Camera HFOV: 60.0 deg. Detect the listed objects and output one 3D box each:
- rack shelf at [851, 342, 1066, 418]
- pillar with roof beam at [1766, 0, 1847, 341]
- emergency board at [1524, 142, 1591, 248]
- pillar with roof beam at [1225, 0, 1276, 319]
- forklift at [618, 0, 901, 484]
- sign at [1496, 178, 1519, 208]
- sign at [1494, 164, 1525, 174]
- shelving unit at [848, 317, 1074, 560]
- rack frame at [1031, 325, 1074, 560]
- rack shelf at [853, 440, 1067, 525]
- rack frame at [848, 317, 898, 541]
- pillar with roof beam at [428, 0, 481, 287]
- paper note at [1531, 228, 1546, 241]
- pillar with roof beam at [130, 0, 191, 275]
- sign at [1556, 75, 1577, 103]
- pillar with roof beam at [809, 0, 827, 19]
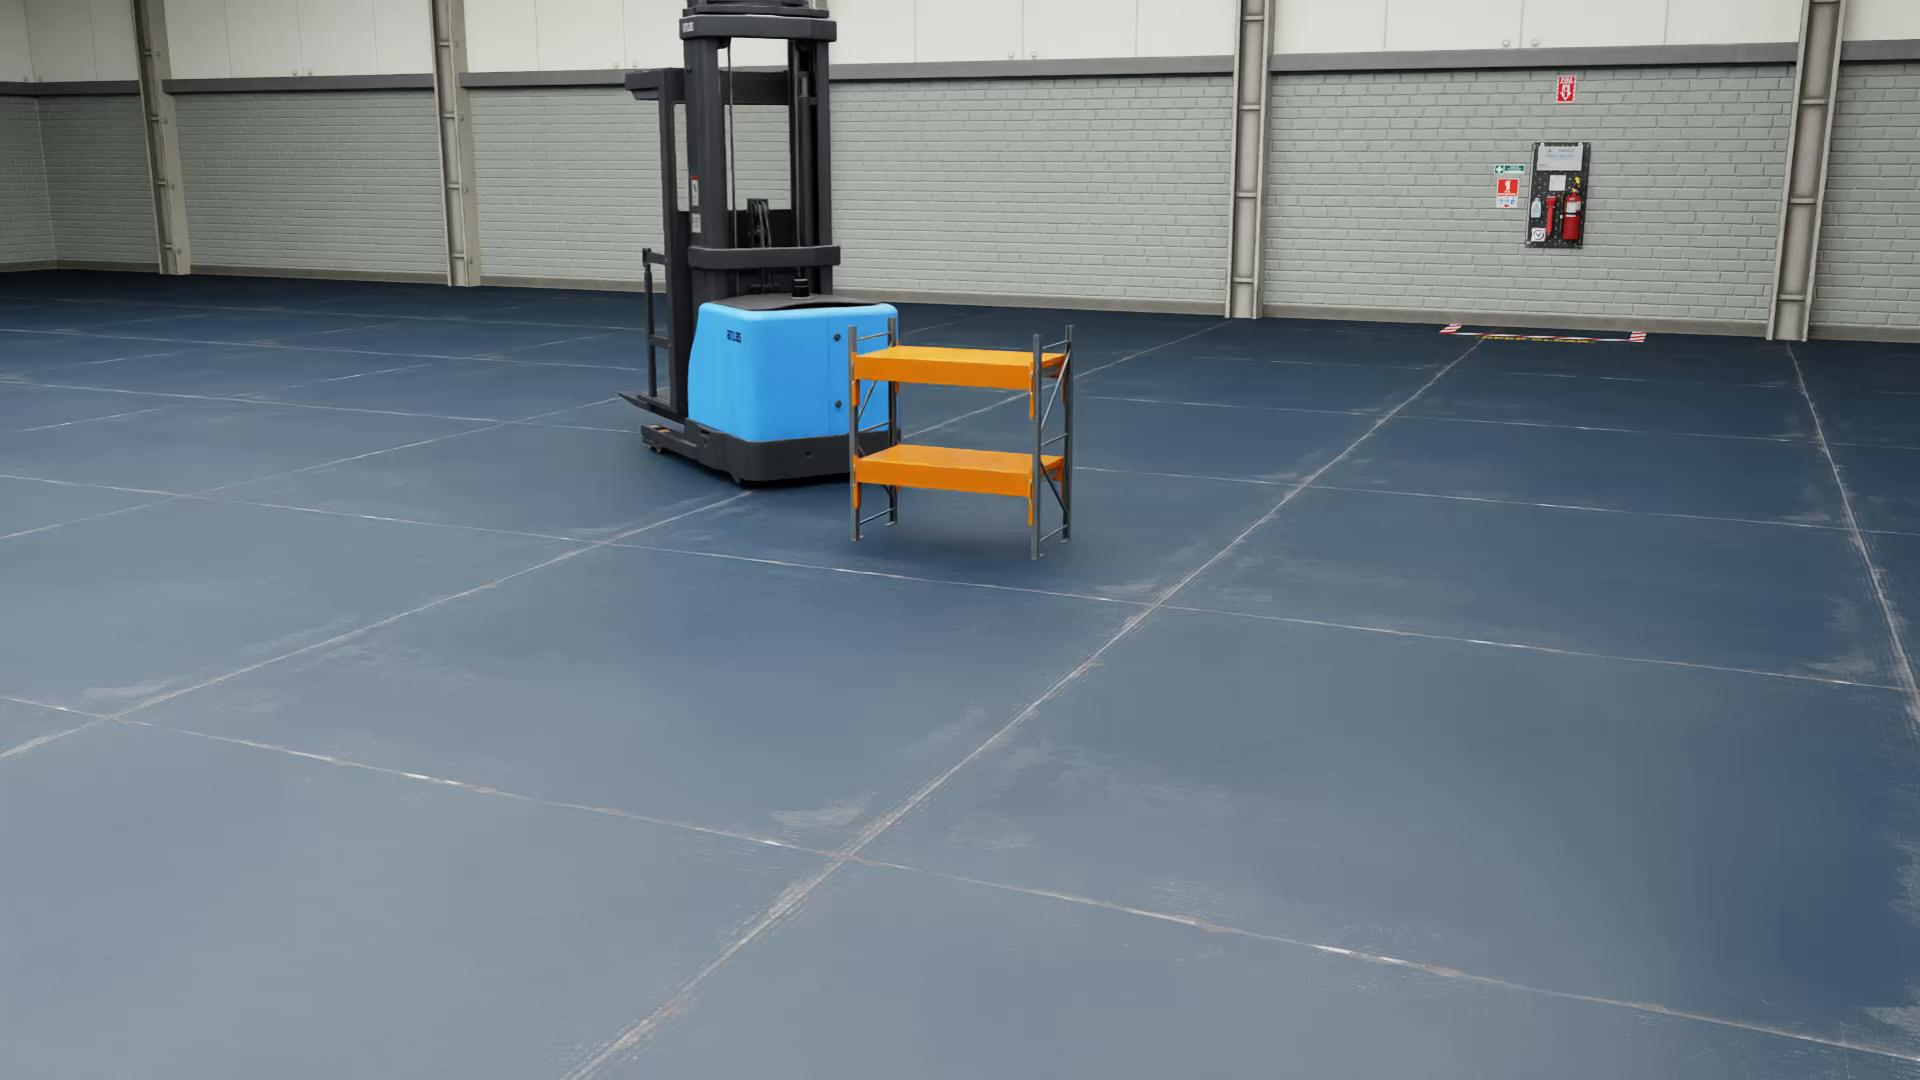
[{"bbox_3d":[0.006,-0.832,8.557,1.000,0.278,0.538,6,14,23],"label":"rack shelf"},{"bbox_3d":[7.227,-5.664,13.193,0.400,9.000,9.100,6,14,23],"label":"pillar with roof beam"},{"bbox_3d":[6.727,-3.879,18.719,0.643,1.169,0.194,6,14,23],"label":"emergency board"},{"bbox_3d":[1.741,-6.219,15.559,0.400,9.000,9.100,6,14,23],"label":"pillar with roof beam"},{"bbox_3d":[-1.532,-2.057,11.106,1.130,2.935,3.031,-7,15,-29],"label":"forklift"},{"bbox_3d":[6.263,-3.969,19.025,0.234,0.329,0.001,6,14,23],"label":"sign"},{"bbox_3d":[6.264,-4.225,18.955,0.331,0.109,0.001,6,14,23],"label":"sign"},{"bbox_3d":[0.006,-0.547,8.624,1.048,1.125,0.538,6,14,23],"label":"shelving unit"},{"bbox_3d":[0.471,-0.500,8.423,0.032,1.125,0.500,6,14,23],"label":"rack frame"},{"bbox_3d":[0.006,-0.309,8.680,1.000,0.278,0.538,6,14,23],"label":"rack shelf"},{"bbox_3d":[-0.459,-0.594,8.824,0.032,1.125,0.500,6,14,23],"label":"rack frame"},{"bbox_3d":[-9.230,-7.329,20.291,0.400,9.000,9.100,6,14,23],"label":"pillar with roof beam"},{"bbox_3d":[6.593,-3.481,18.951,0.142,0.148,0.016,6,14,23],"label":"paper note"},{"bbox_3d":[-14.716,-7.884,22.657,0.400,9.000,9.100,6,14,23],"label":"pillar with roof beam"},{"bbox_3d":[6.760,-5.029,18.546,0.199,0.298,0.001,6,14,23],"label":"sign"},{"bbox_3d":[-3.745,-6.774,17.925,0.400,9.000,9.100,6,14,23],"label":"pillar with roof beam"}]
